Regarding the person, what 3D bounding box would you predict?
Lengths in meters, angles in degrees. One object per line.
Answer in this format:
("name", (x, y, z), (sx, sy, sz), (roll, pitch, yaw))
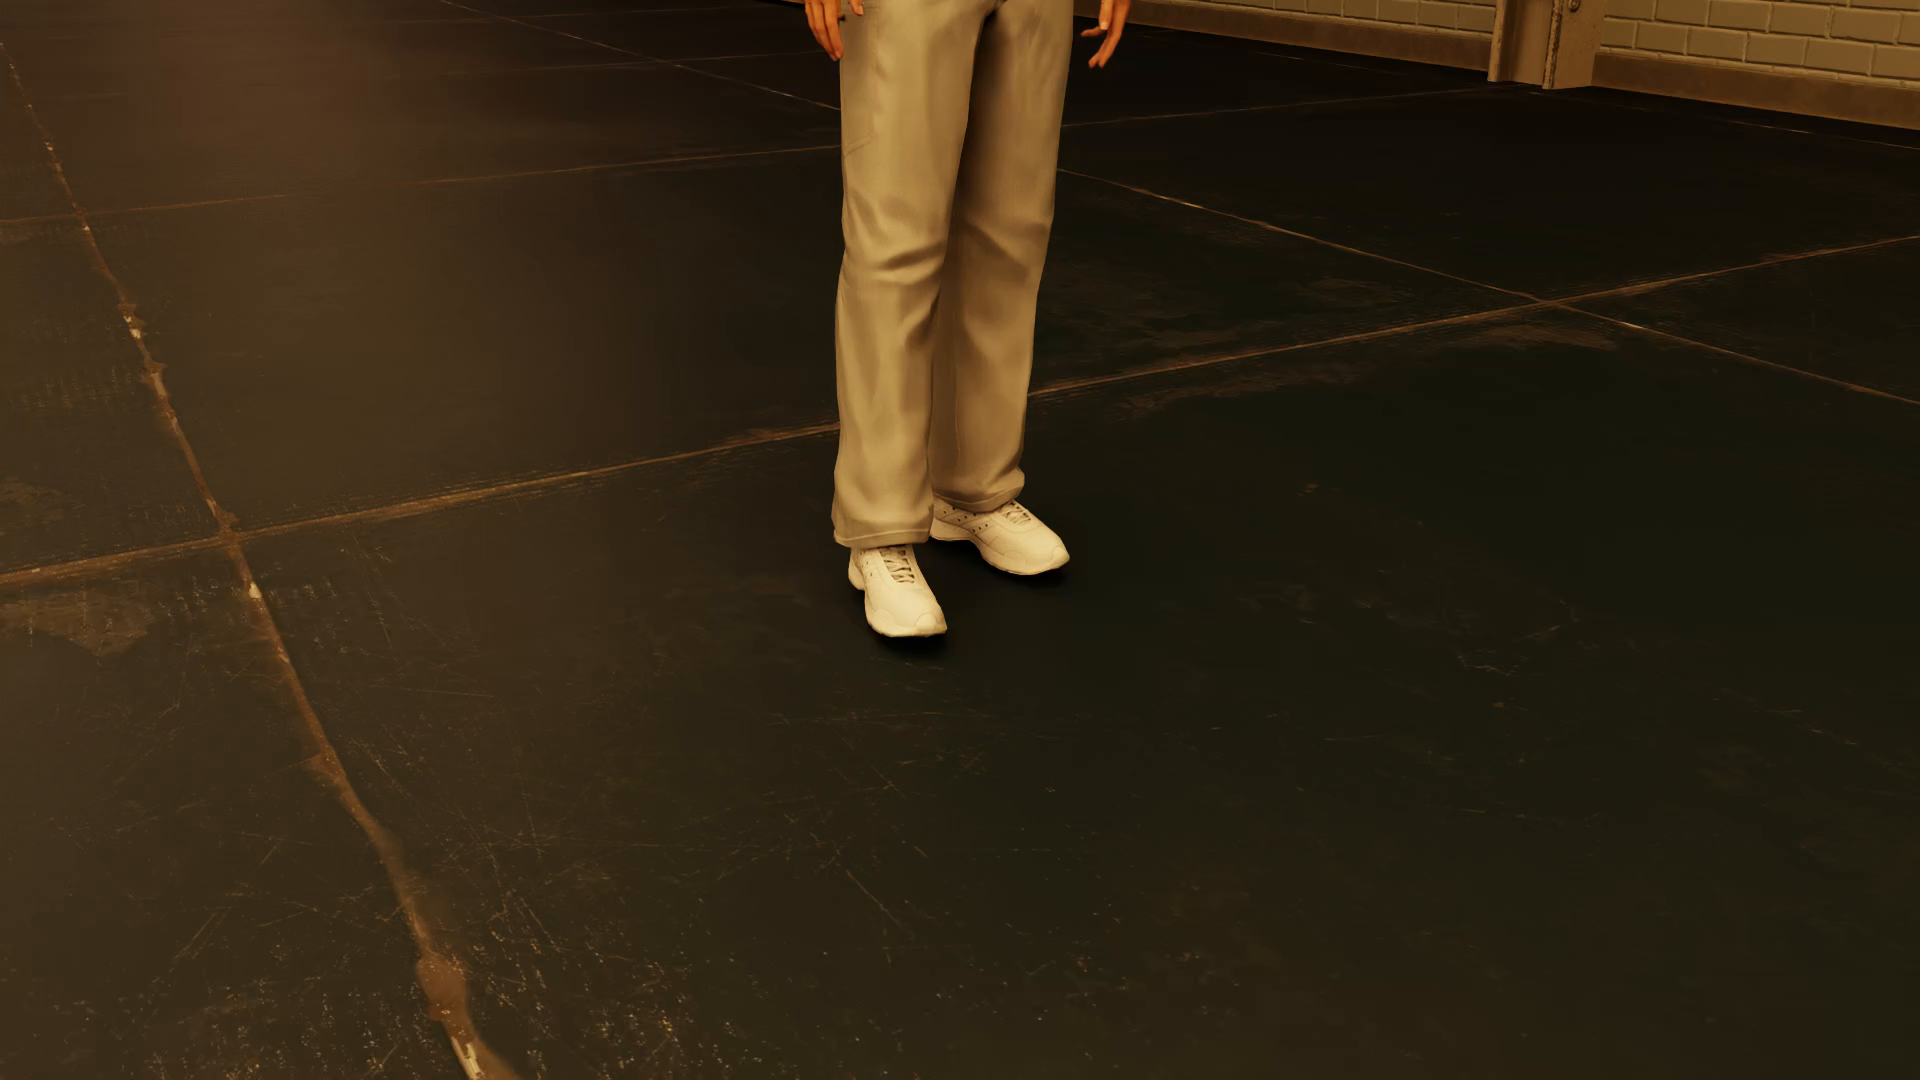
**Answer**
("person", (0.025, -0.755, 2.249), (0.549, 1.675, 0.549), (-12, 25, -28))
